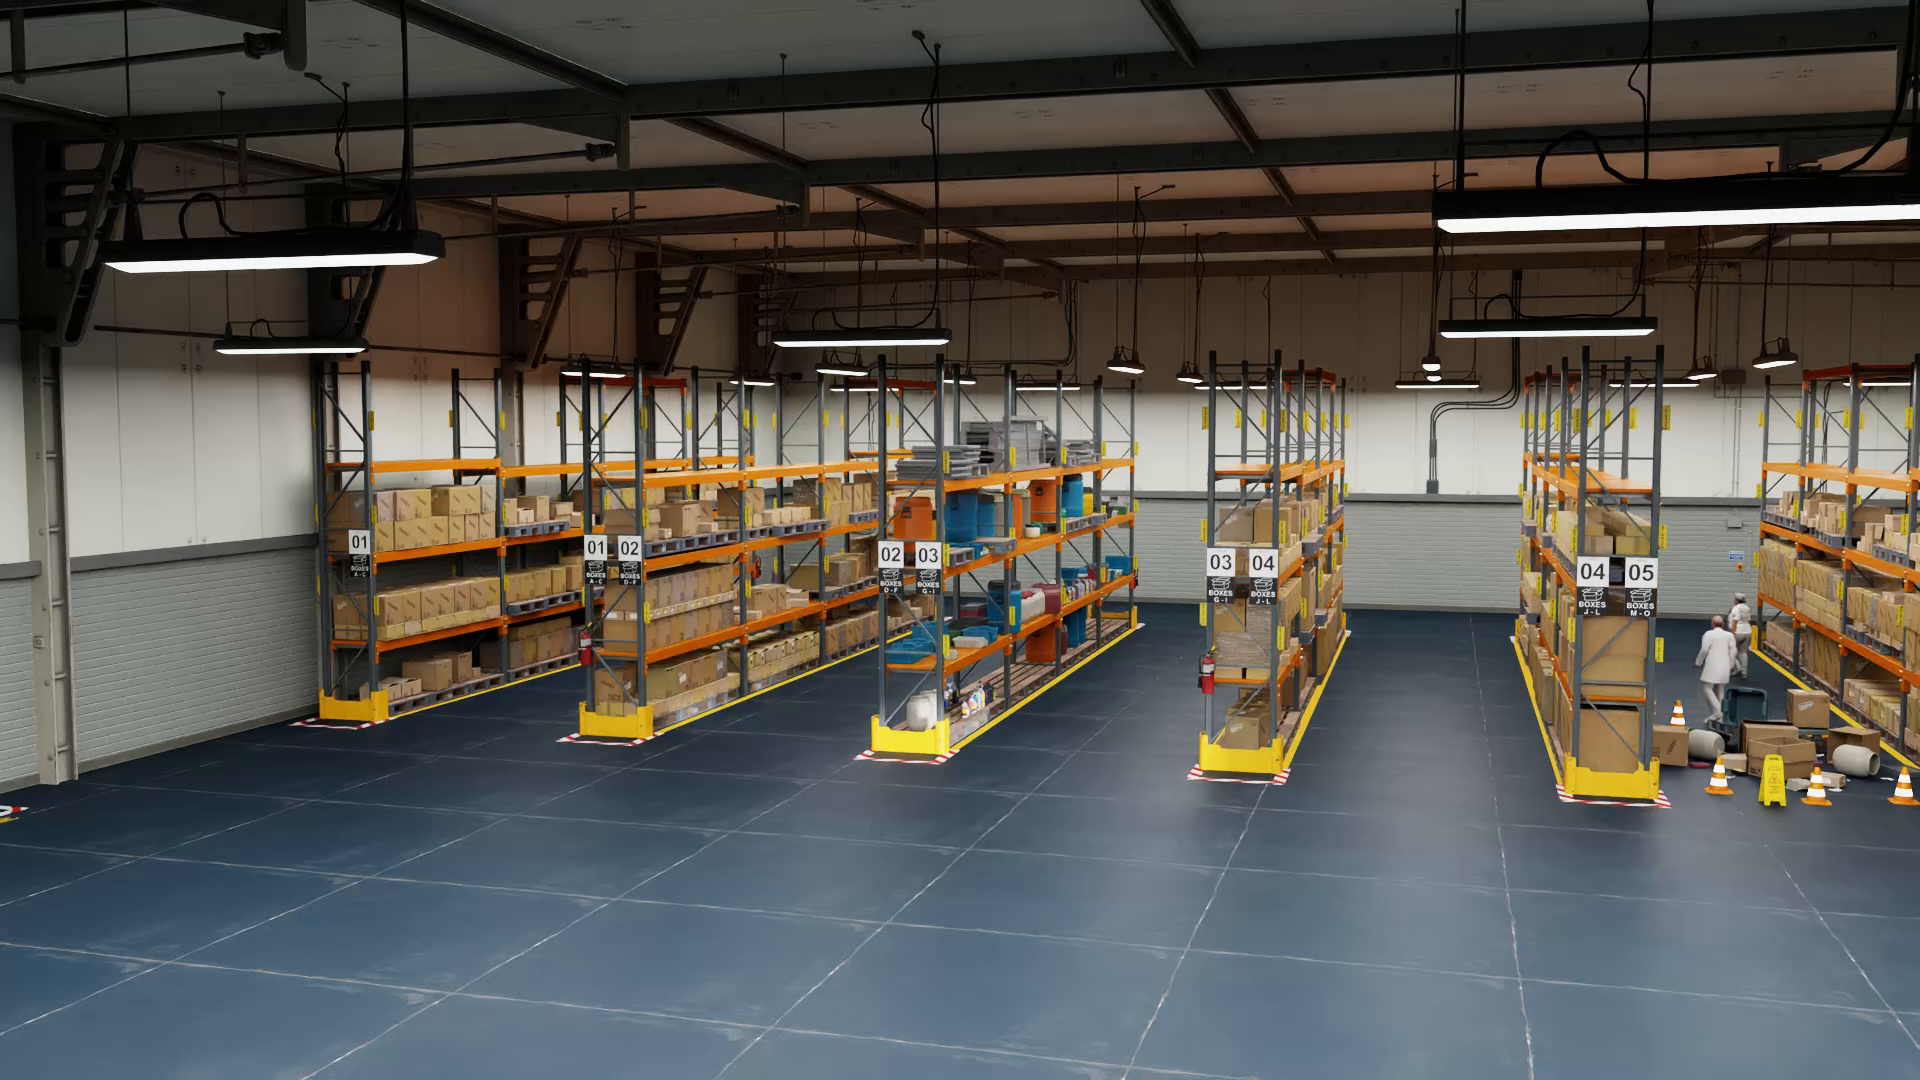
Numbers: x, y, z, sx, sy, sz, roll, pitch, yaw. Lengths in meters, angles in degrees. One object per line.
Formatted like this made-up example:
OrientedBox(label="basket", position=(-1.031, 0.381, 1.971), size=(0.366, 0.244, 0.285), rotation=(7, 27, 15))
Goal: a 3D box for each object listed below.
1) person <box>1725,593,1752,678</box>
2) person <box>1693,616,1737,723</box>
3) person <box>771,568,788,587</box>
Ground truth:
OrientedBox(label="person", position=(15.180, 1.860, 32.384), size=(0.536, 1.663, 0.460), rotation=(-2, 5, -25))
OrientedBox(label="person", position=(12.655, 2.155, 27.702), size=(0.659, 1.760, 0.668), rotation=(-1, 4, -9))
OrientedBox(label="person", position=(-4.515, 1.227, 41.829), size=(0.422, 1.548, 0.760), rotation=(1, 4, 13))
